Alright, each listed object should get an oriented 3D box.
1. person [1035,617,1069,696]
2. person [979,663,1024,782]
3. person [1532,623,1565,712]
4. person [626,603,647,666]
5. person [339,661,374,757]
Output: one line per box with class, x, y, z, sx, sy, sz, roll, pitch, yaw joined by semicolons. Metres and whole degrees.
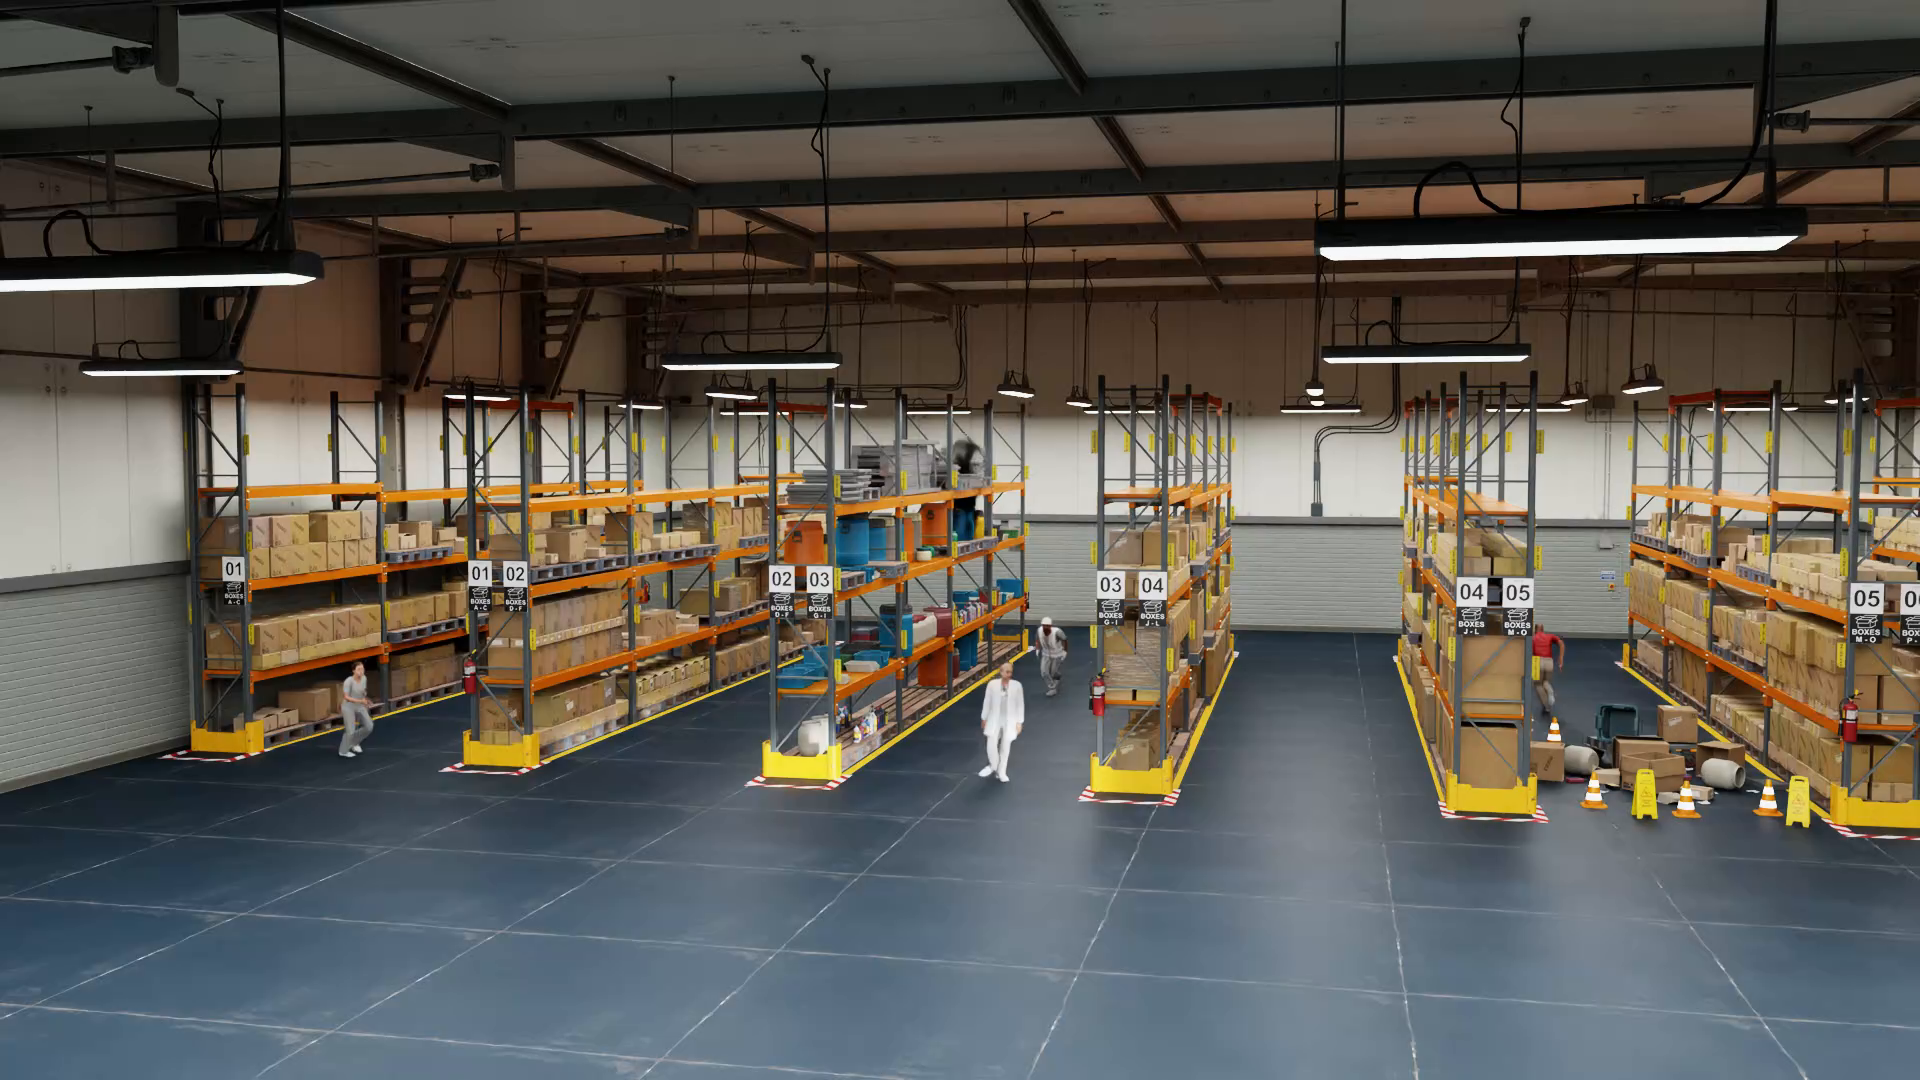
person;1.856;2.305;33.175;0.692;1.604;0.982;1;3;21
person;0.615;2.696;24.583;0.666;1.768;0.517;0;3;-2
person;10.977;2.392;31.350;0.666;1.650;0.727;0;3;-2
person;-6.831;2.180;35.227;0.522;1.691;0.795;0;3;4
person;-9.657;2.707;26.581;0.782;1.568;0.563;2;4;32
